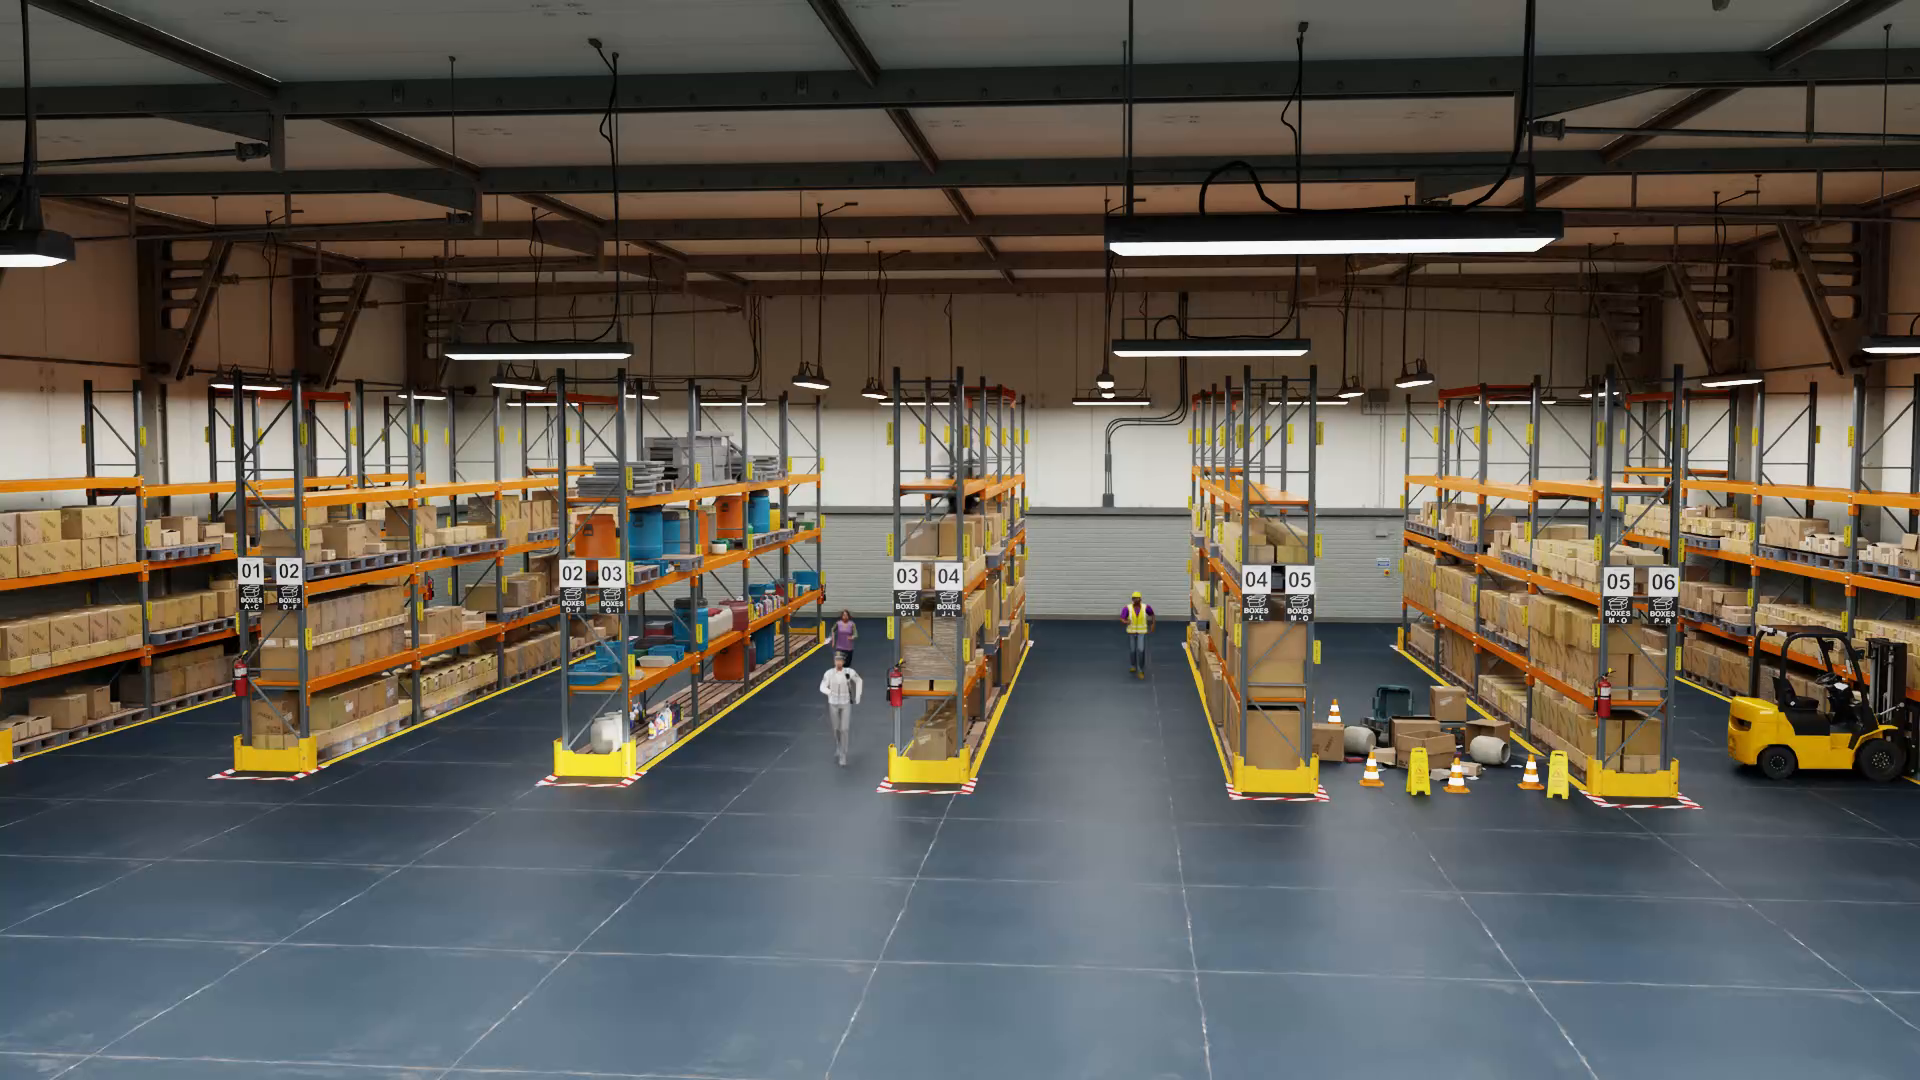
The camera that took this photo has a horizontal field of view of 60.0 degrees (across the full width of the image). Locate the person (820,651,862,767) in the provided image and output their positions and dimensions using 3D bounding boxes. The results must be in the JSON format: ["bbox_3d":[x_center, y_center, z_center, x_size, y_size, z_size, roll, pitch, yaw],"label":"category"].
[{"bbox_3d":[-1.834,2.554,25.583,0.622,1.730,0.838,0,4,6],"label":"person"}]

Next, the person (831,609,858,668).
[{"bbox_3d":[-2.262,2.187,32.658,0.498,1.611,0.786,-1,4,-10],"label":"person"}]

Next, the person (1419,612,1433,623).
[{"bbox_3d":[11.309,1.680,40.232,0.869,1.646,0.623,3,5,39],"label":"person"}]

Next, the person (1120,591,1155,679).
[{"bbox_3d":[3.688,1.985,34.613,0.724,1.847,0.757,0,4,8],"label":"person"}]
